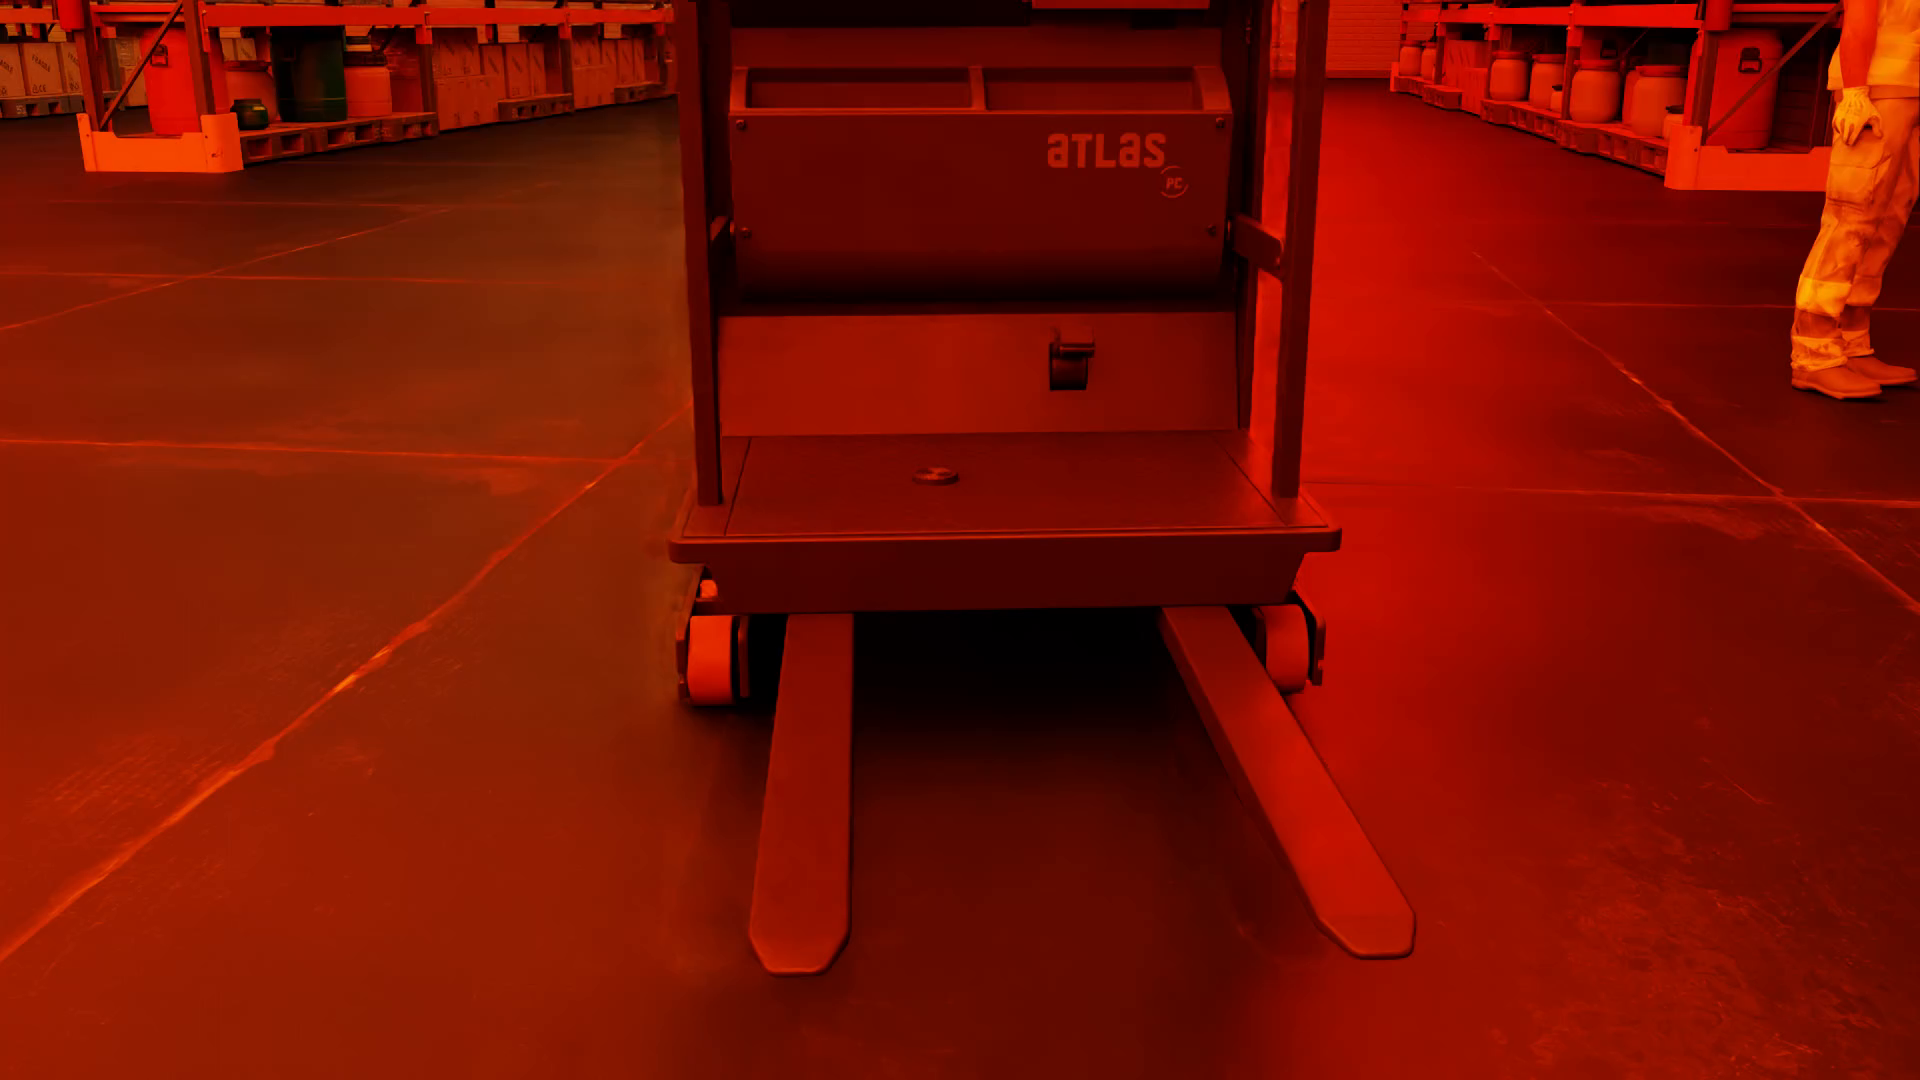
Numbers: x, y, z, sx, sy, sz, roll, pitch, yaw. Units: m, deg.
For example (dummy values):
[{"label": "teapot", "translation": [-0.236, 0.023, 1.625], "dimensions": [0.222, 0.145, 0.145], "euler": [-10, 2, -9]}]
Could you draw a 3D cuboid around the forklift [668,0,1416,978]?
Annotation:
[{"label": "forklift", "translation": [0.053, -1.206, 2.776], "dimensions": [1.130, 2.935, 3.031], "euler": [-1, 18, -3]}]

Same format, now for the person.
[{"label": "person", "translation": [2.891, -1.355, 5.145], "dimensions": [0.546, 1.795, 0.352], "euler": [-14, 22, -38]}]
